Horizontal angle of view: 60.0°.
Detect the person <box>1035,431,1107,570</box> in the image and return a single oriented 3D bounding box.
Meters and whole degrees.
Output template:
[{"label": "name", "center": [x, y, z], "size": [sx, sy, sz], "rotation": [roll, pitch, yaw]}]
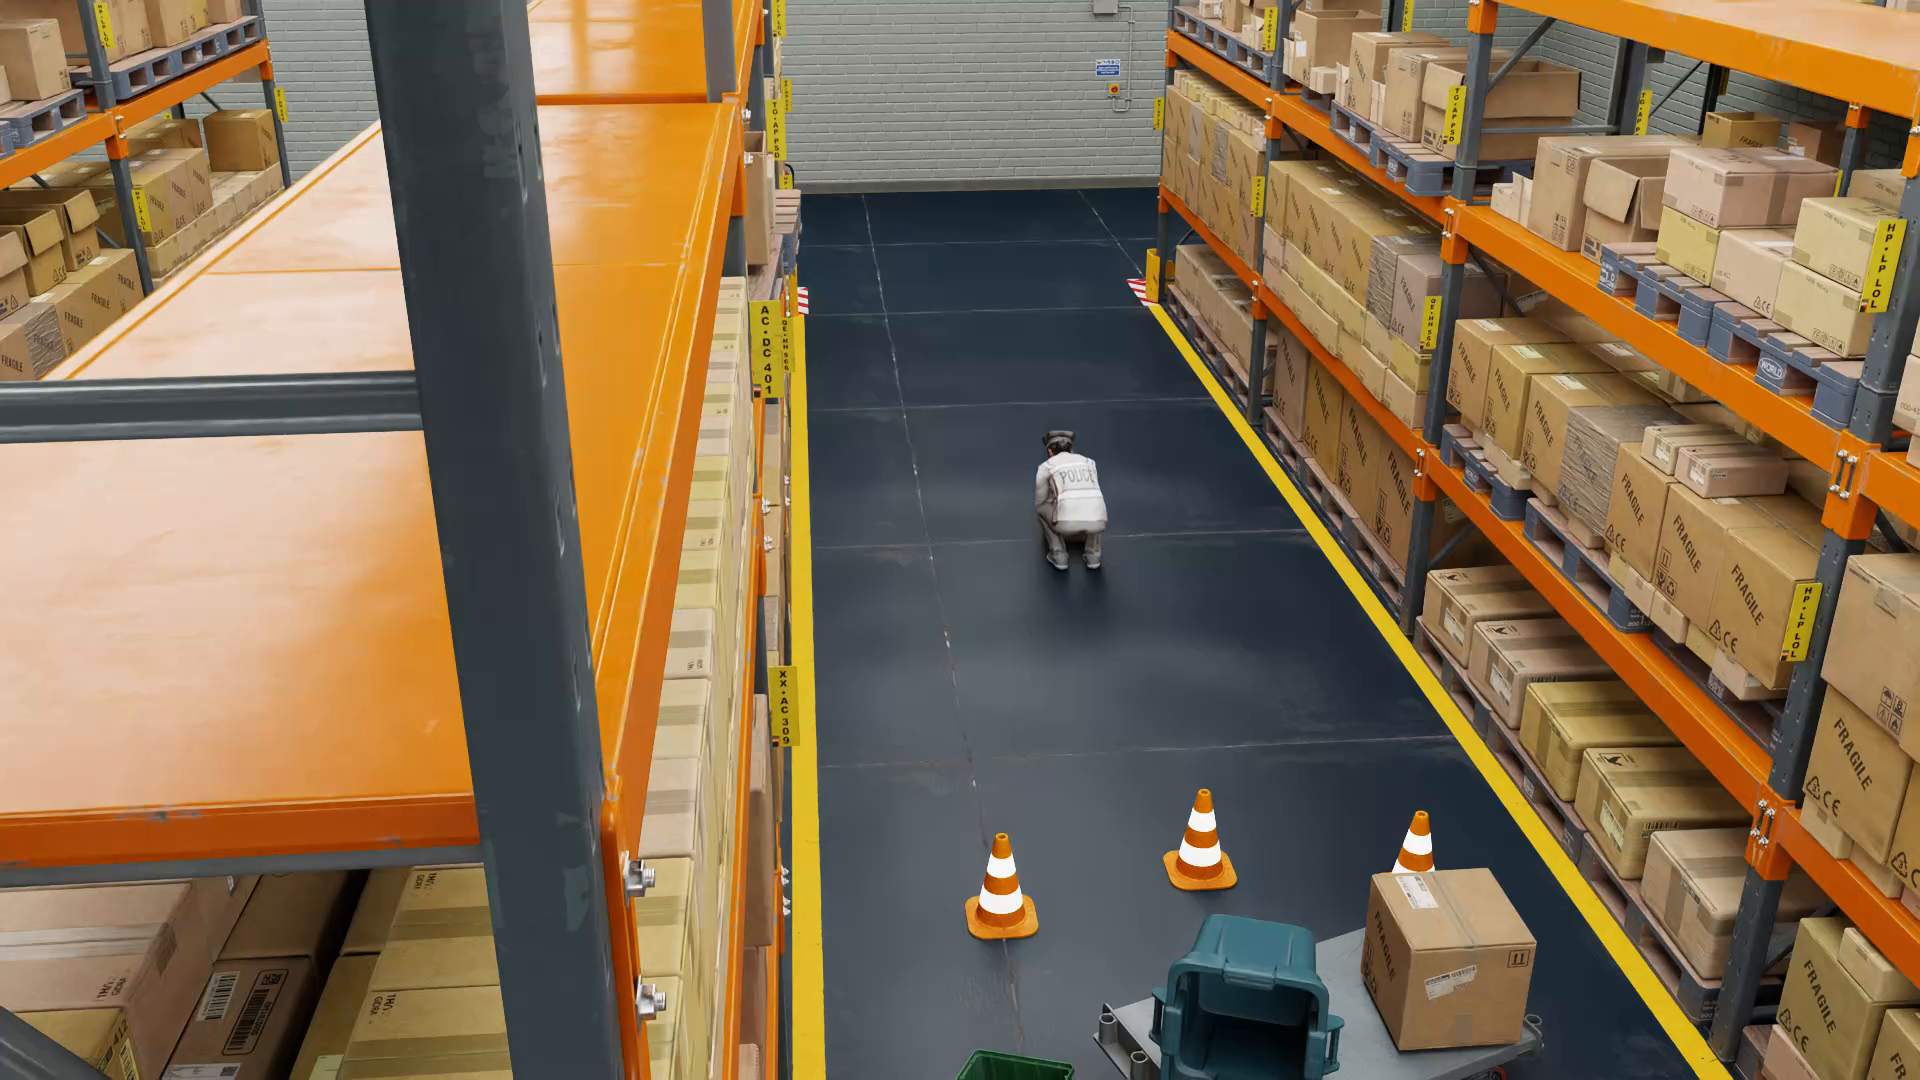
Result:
[{"label": "person", "center": [0.787, -0.286, 11.758], "size": [0.482, 0.856, 0.859], "rotation": [-2, 24, -5]}]
